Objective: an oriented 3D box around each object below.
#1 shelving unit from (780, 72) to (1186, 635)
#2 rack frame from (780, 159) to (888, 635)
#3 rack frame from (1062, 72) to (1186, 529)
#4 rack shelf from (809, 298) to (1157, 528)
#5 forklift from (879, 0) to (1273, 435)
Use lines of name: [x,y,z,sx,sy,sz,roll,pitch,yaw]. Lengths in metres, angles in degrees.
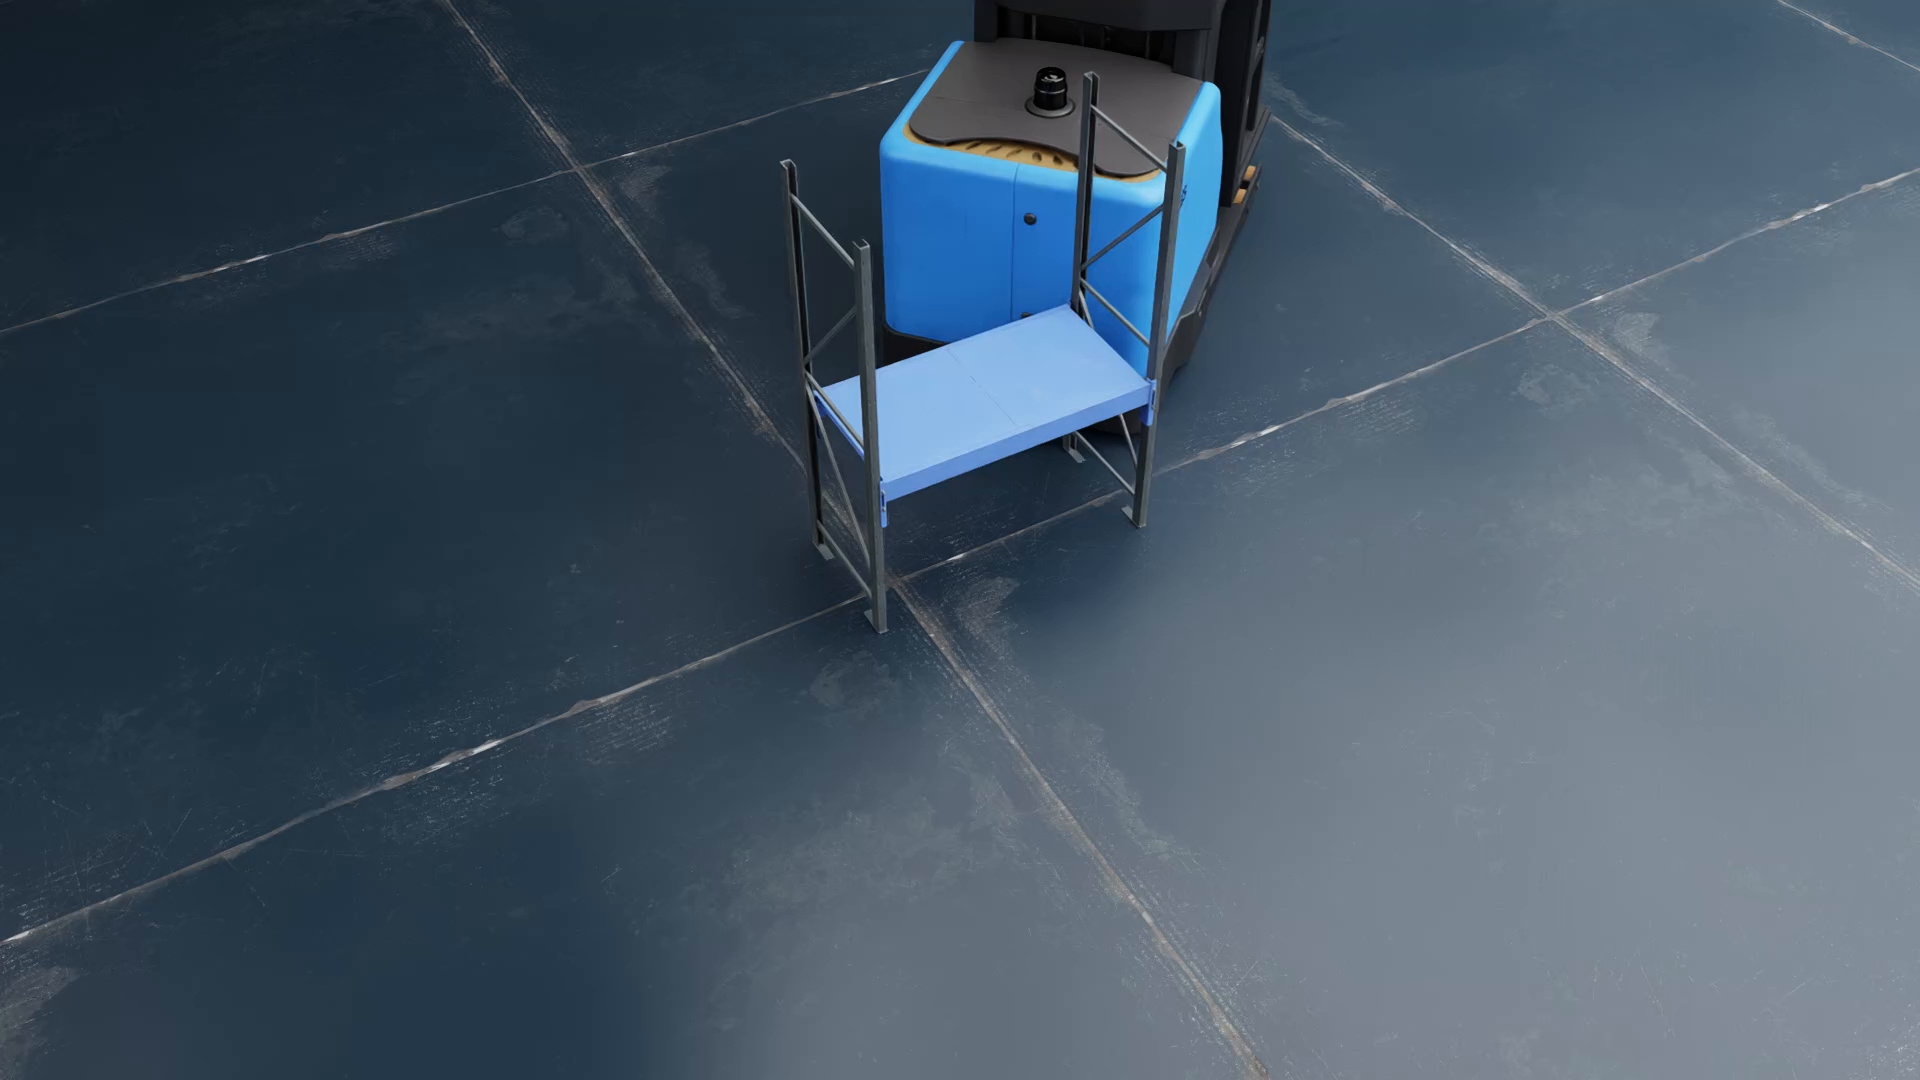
shelving unit: [0.069,-0.559,5.249,1.048,1.500,0.538,-21,48,-21]
rack frame: [-0.373,-0.384,5.069,0.032,1.500,0.500,-21,48,-21]
rack frame: [0.512,-0.733,5.428,0.032,1.500,0.500,-21,48,-21]
rack shelf: [0.069,-0.429,5.374,1.000,0.185,0.538,-21,48,-21]
forklift: [0.676,-2.477,6.198,1.130,2.935,3.031,14,46,14]
